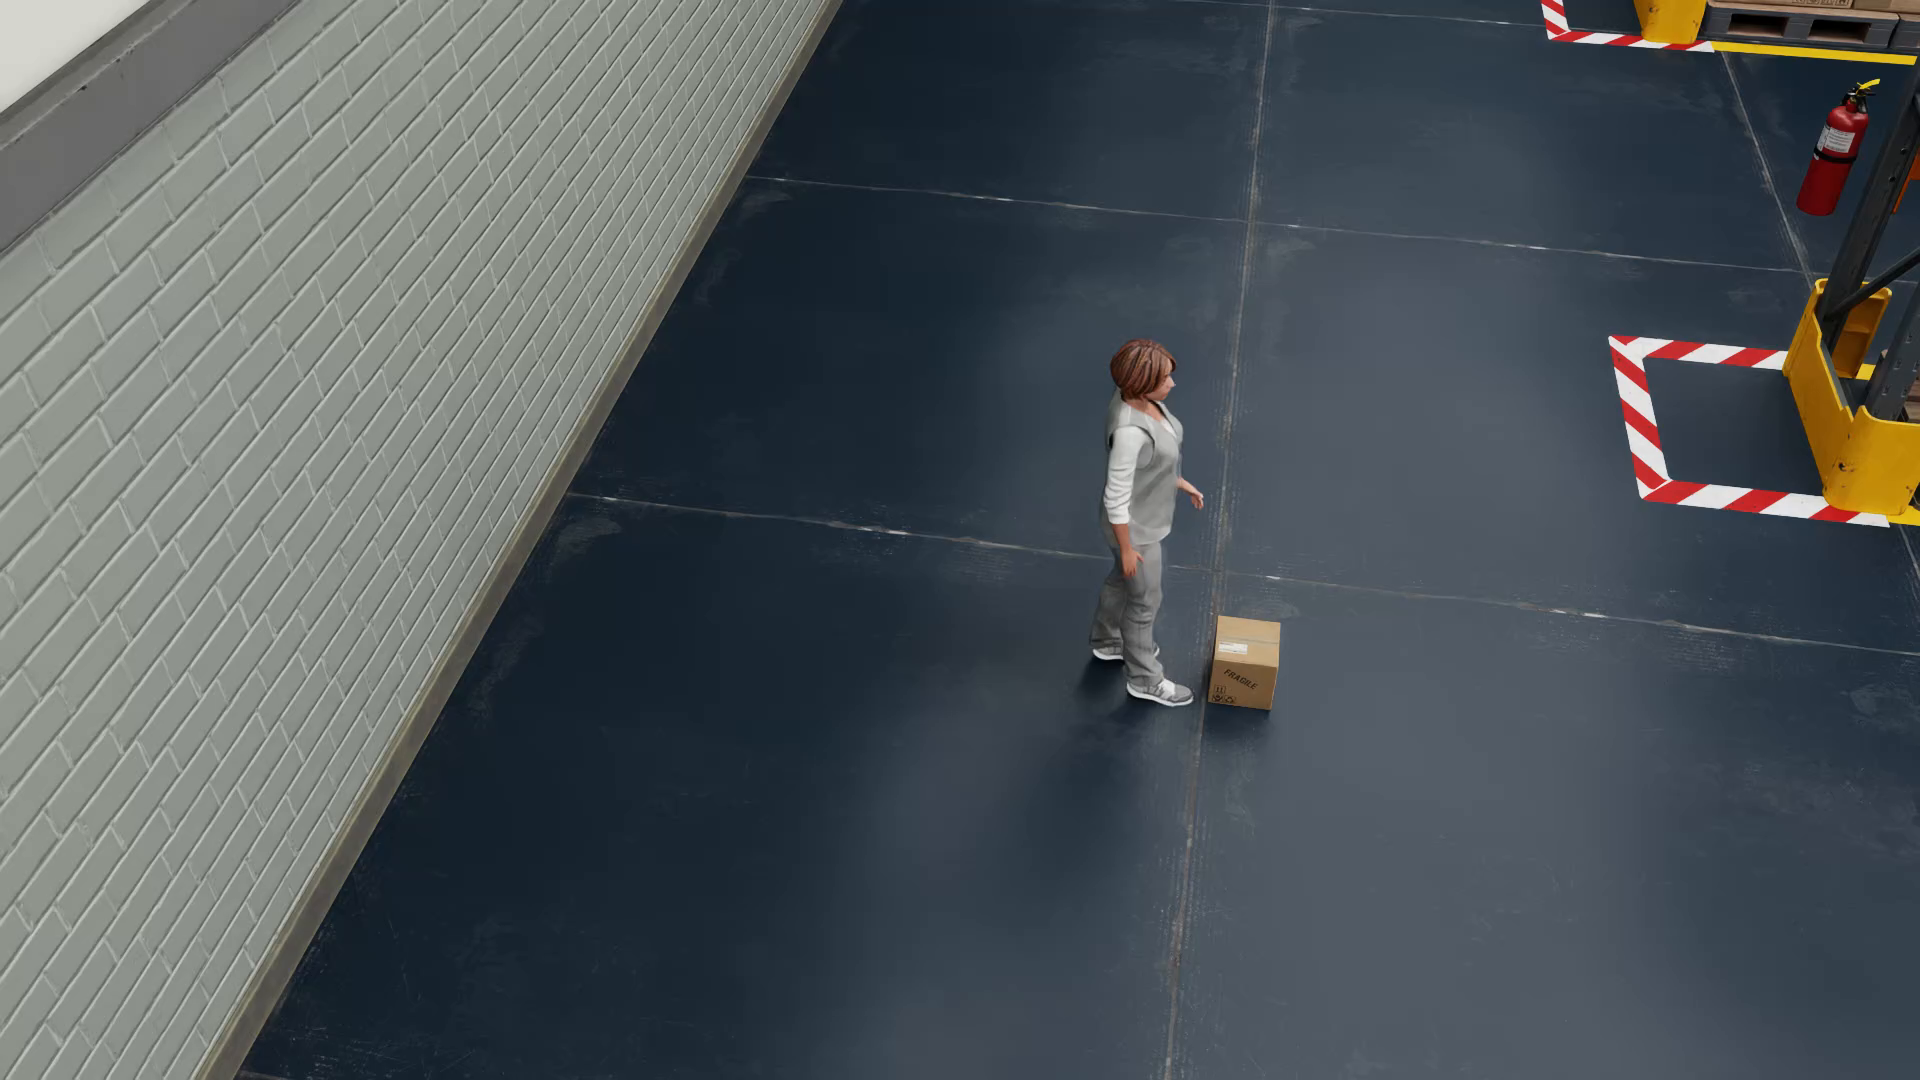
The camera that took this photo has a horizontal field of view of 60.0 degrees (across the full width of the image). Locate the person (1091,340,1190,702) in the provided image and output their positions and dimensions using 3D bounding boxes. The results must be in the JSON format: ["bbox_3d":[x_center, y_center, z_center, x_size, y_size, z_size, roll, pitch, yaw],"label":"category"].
[{"bbox_3d":[0.682,-0.072,6.252,0.324,1.603,0.414,7,42,8],"label":"person"}]
